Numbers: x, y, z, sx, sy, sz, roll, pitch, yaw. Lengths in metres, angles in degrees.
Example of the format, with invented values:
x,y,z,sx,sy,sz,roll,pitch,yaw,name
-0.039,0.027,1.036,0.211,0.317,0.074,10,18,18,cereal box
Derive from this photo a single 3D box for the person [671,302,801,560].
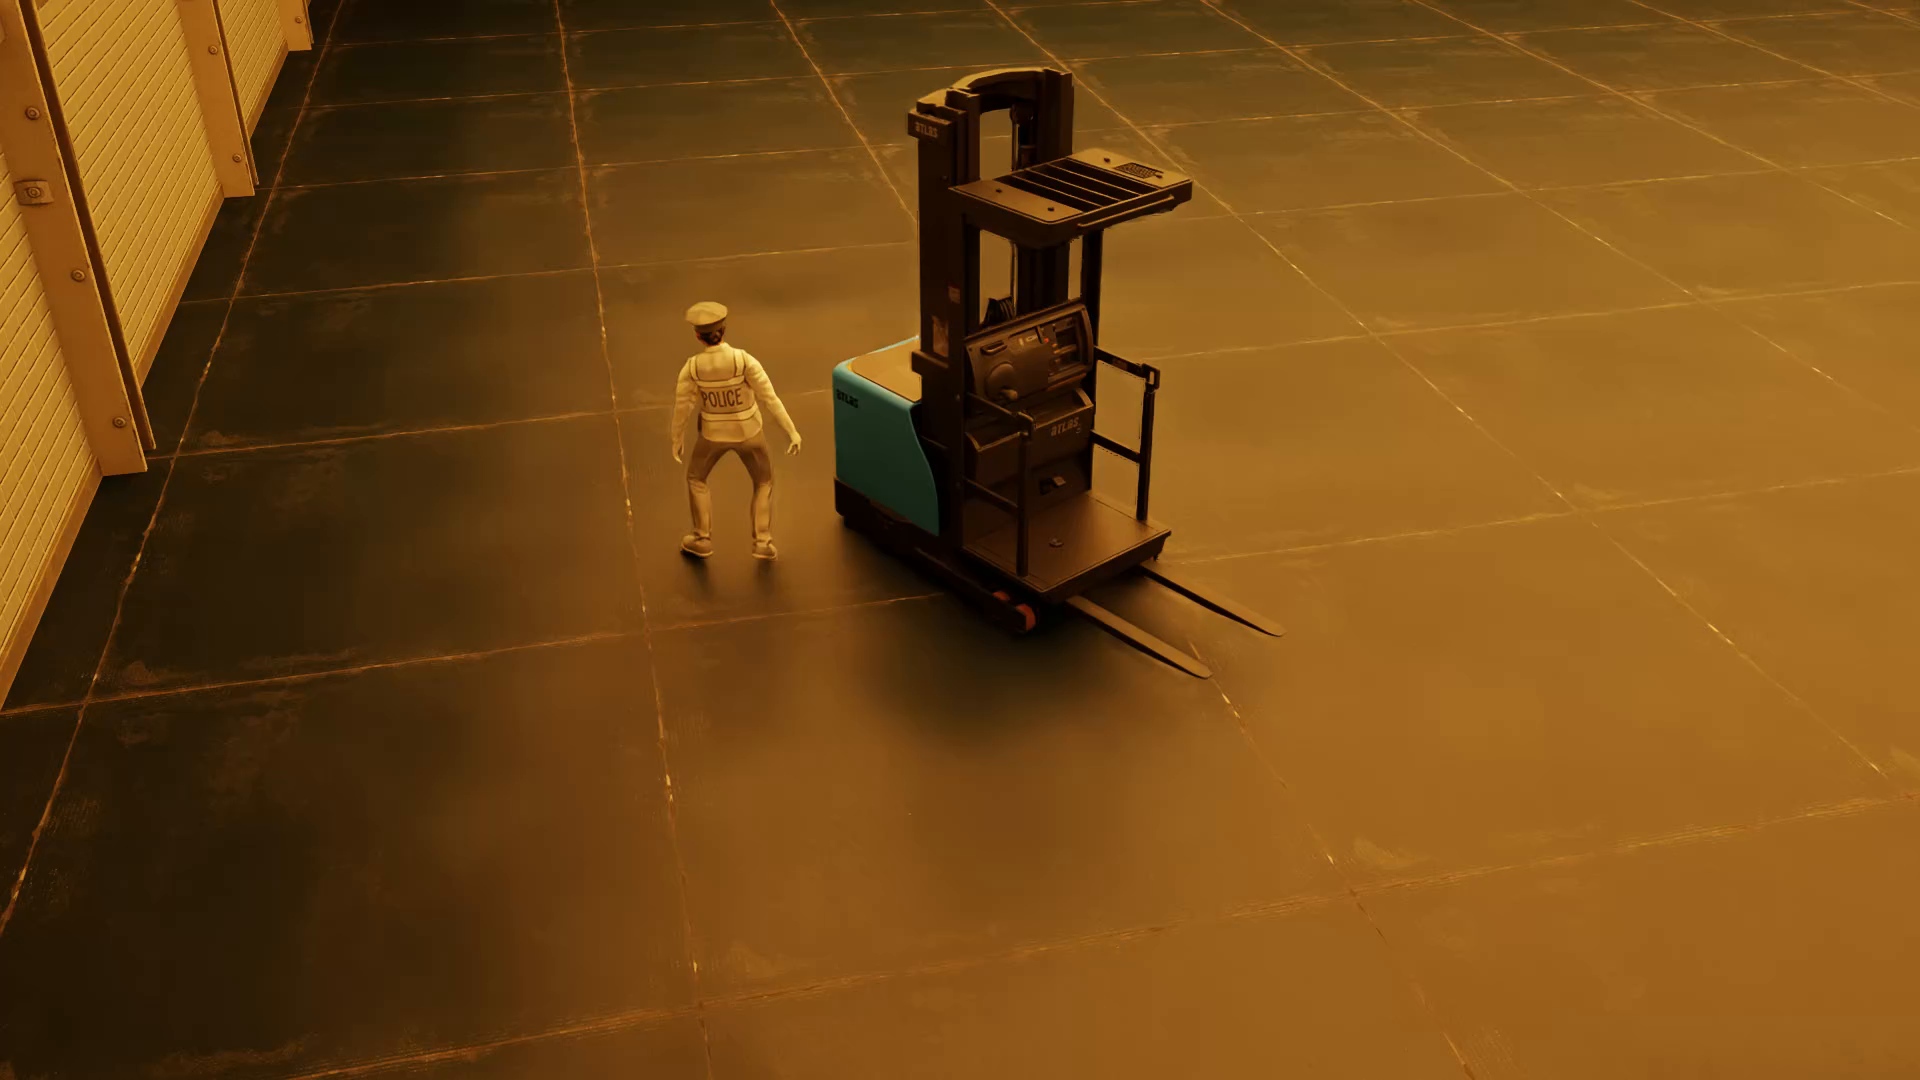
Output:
x,y,z,sx,sy,sz,roll,pitch,yaw,name
-1.342,-0.607,9.906,0.790,1.593,0.456,0,30,1,person

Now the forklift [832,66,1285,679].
x,y,z,sx,sy,sz,roll,pitch,yaw,name
0.545,-1.022,9.340,1.130,2.935,3.031,-24,38,-35,forklift
